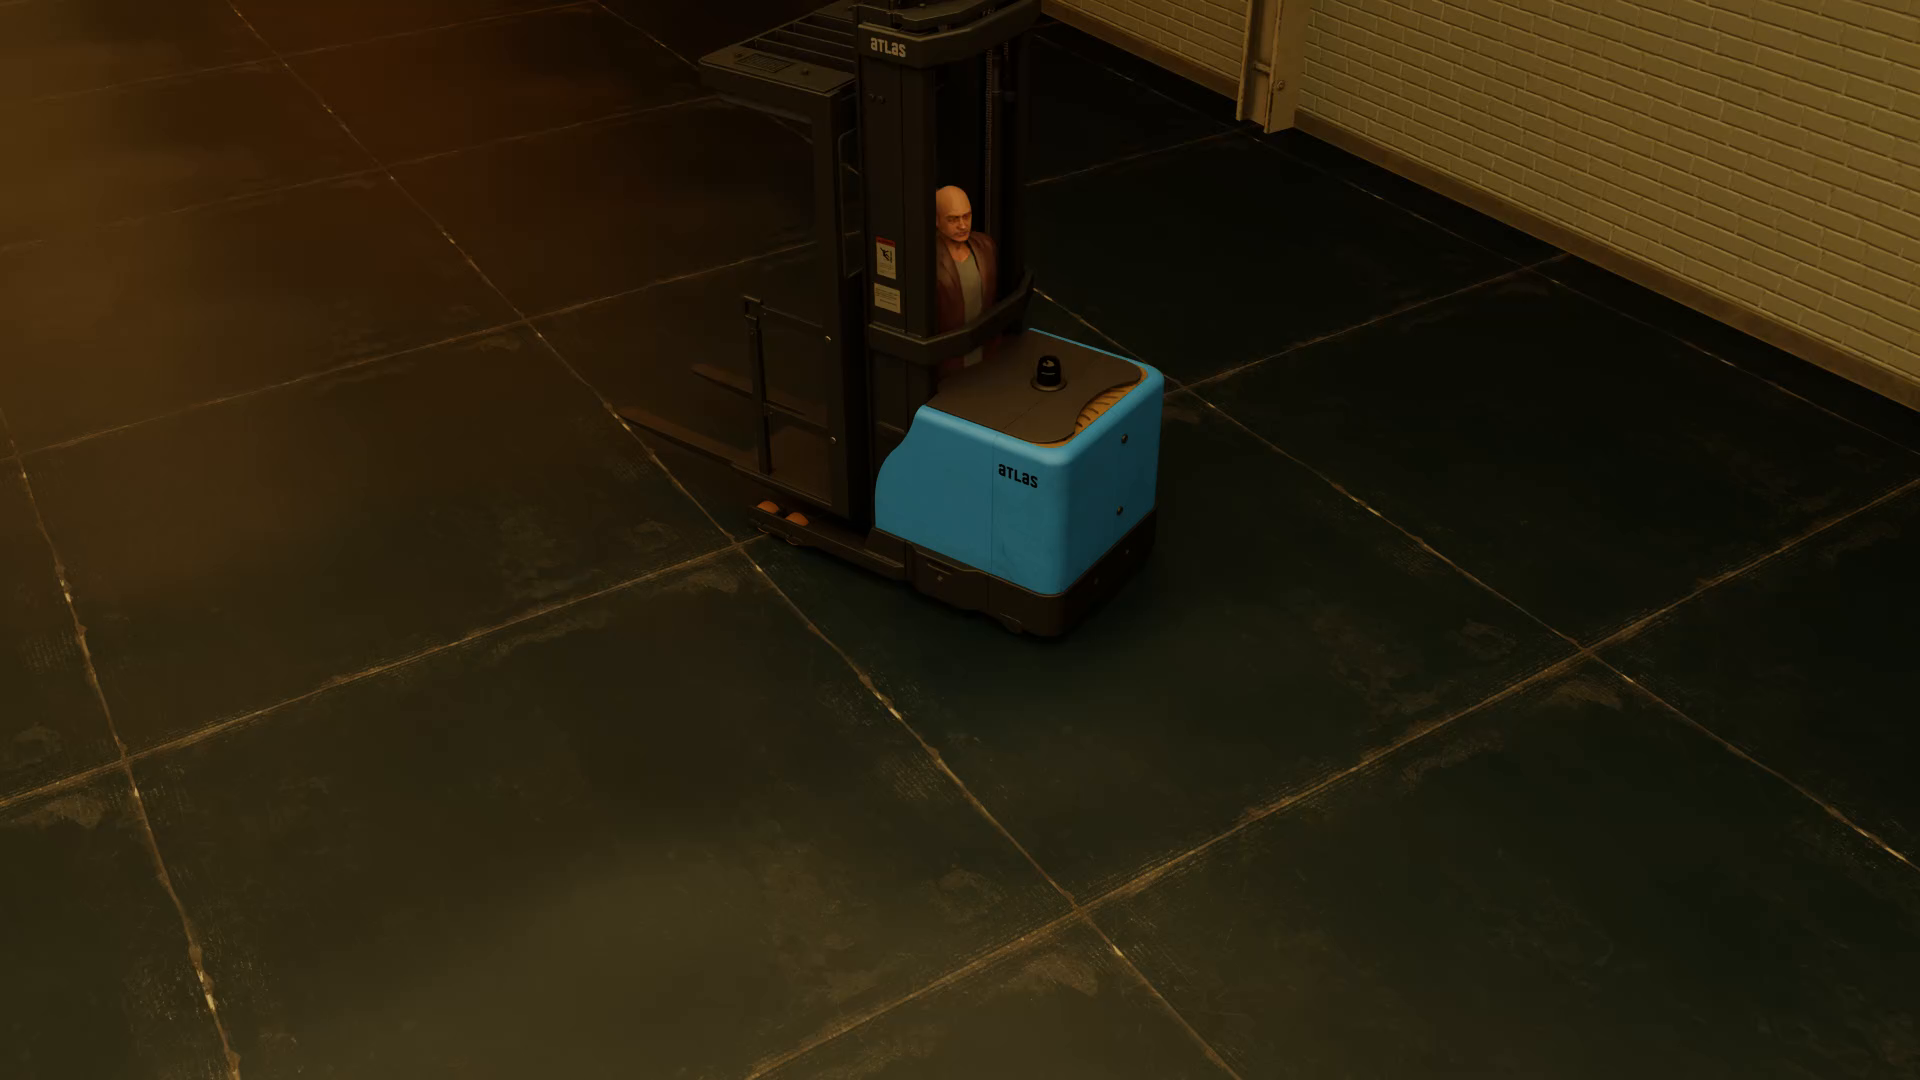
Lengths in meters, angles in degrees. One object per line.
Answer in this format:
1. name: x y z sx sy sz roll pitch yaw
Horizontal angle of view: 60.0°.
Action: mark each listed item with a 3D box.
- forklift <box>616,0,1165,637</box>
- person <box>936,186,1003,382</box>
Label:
1. forklift: -0.500 -1.399 8.138 3.031 2.935 1.130 22 41 28
2. person: -0.014 -0.891 8.074 0.562 1.710 0.330 -21 40 -27
